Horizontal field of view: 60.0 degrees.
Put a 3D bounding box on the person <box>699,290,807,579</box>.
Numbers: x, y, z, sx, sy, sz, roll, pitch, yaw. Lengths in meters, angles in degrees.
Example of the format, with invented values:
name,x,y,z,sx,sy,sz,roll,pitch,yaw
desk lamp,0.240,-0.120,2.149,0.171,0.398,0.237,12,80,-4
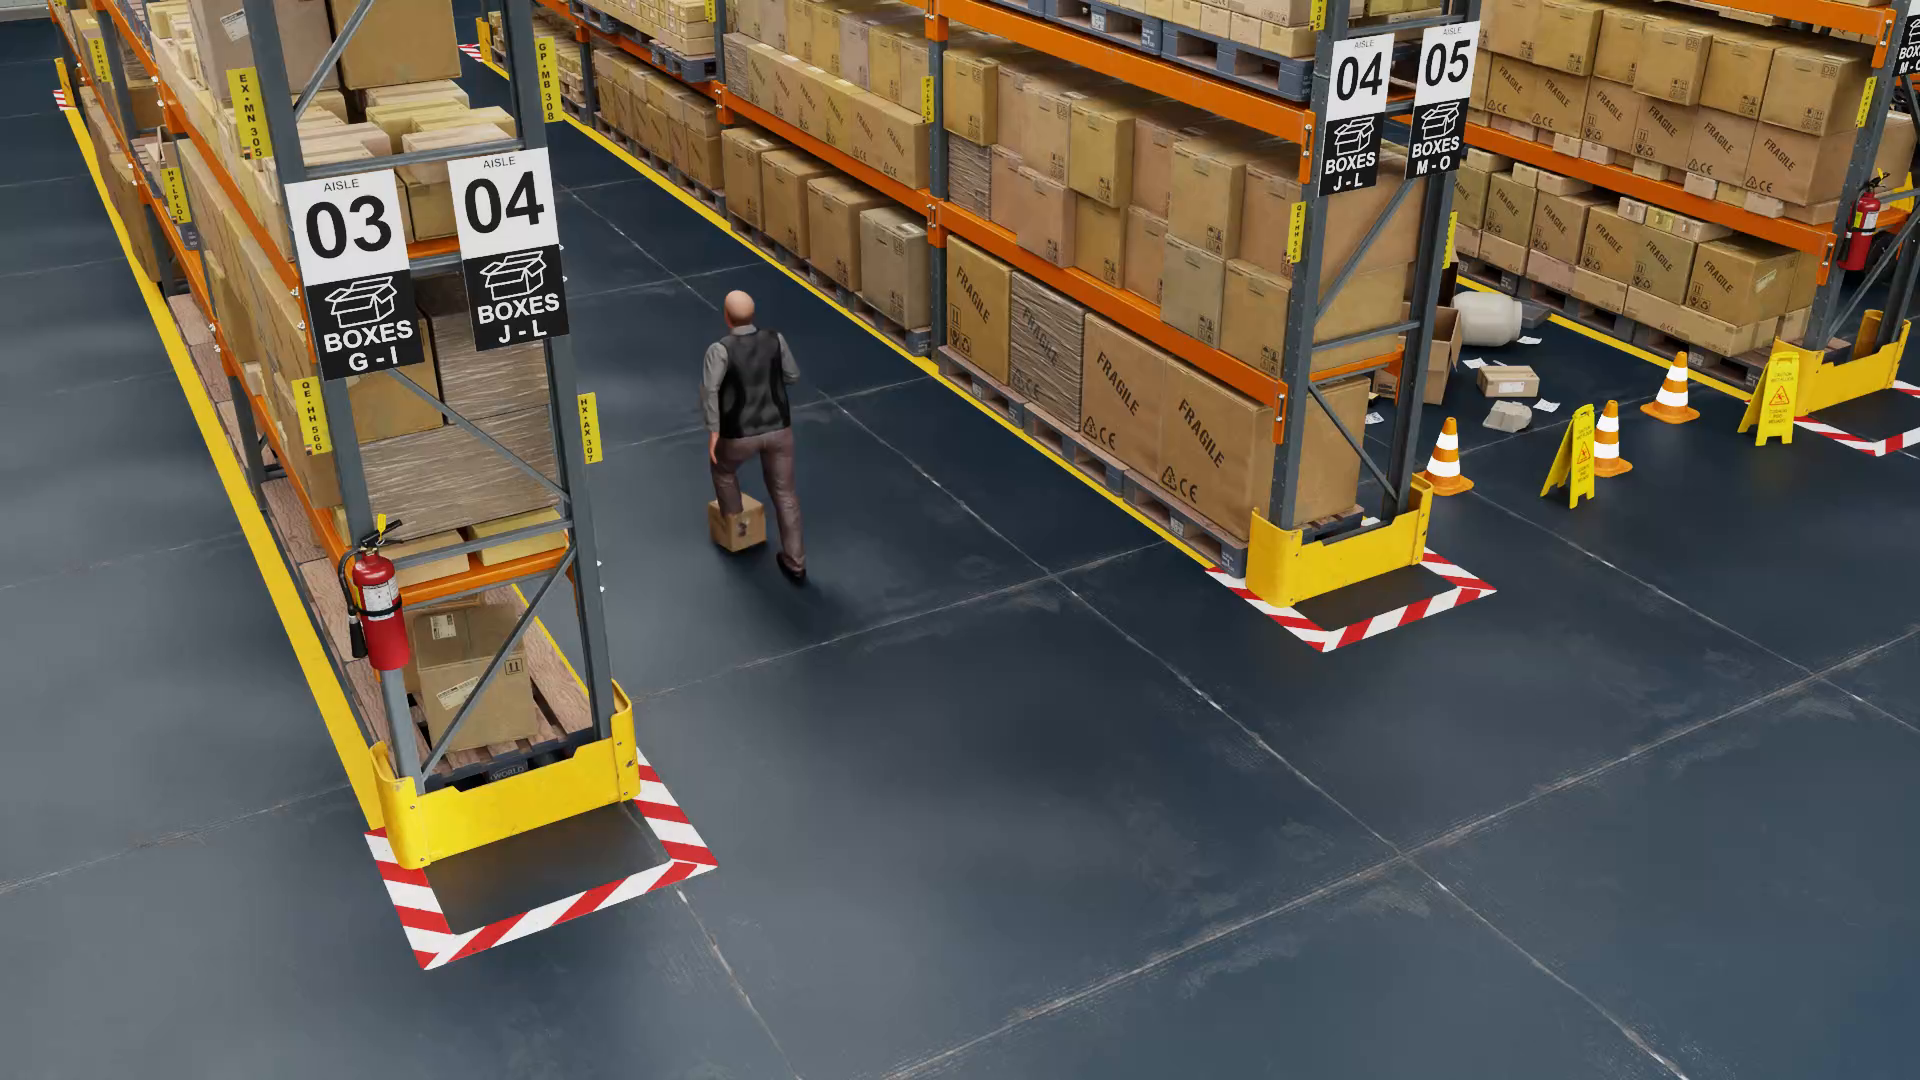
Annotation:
name,x,y,z,sx,sy,sz,roll,pitch,yaw
person,-1.223,-0.648,9.816,0.679,1.646,0.899,-12,31,-21
